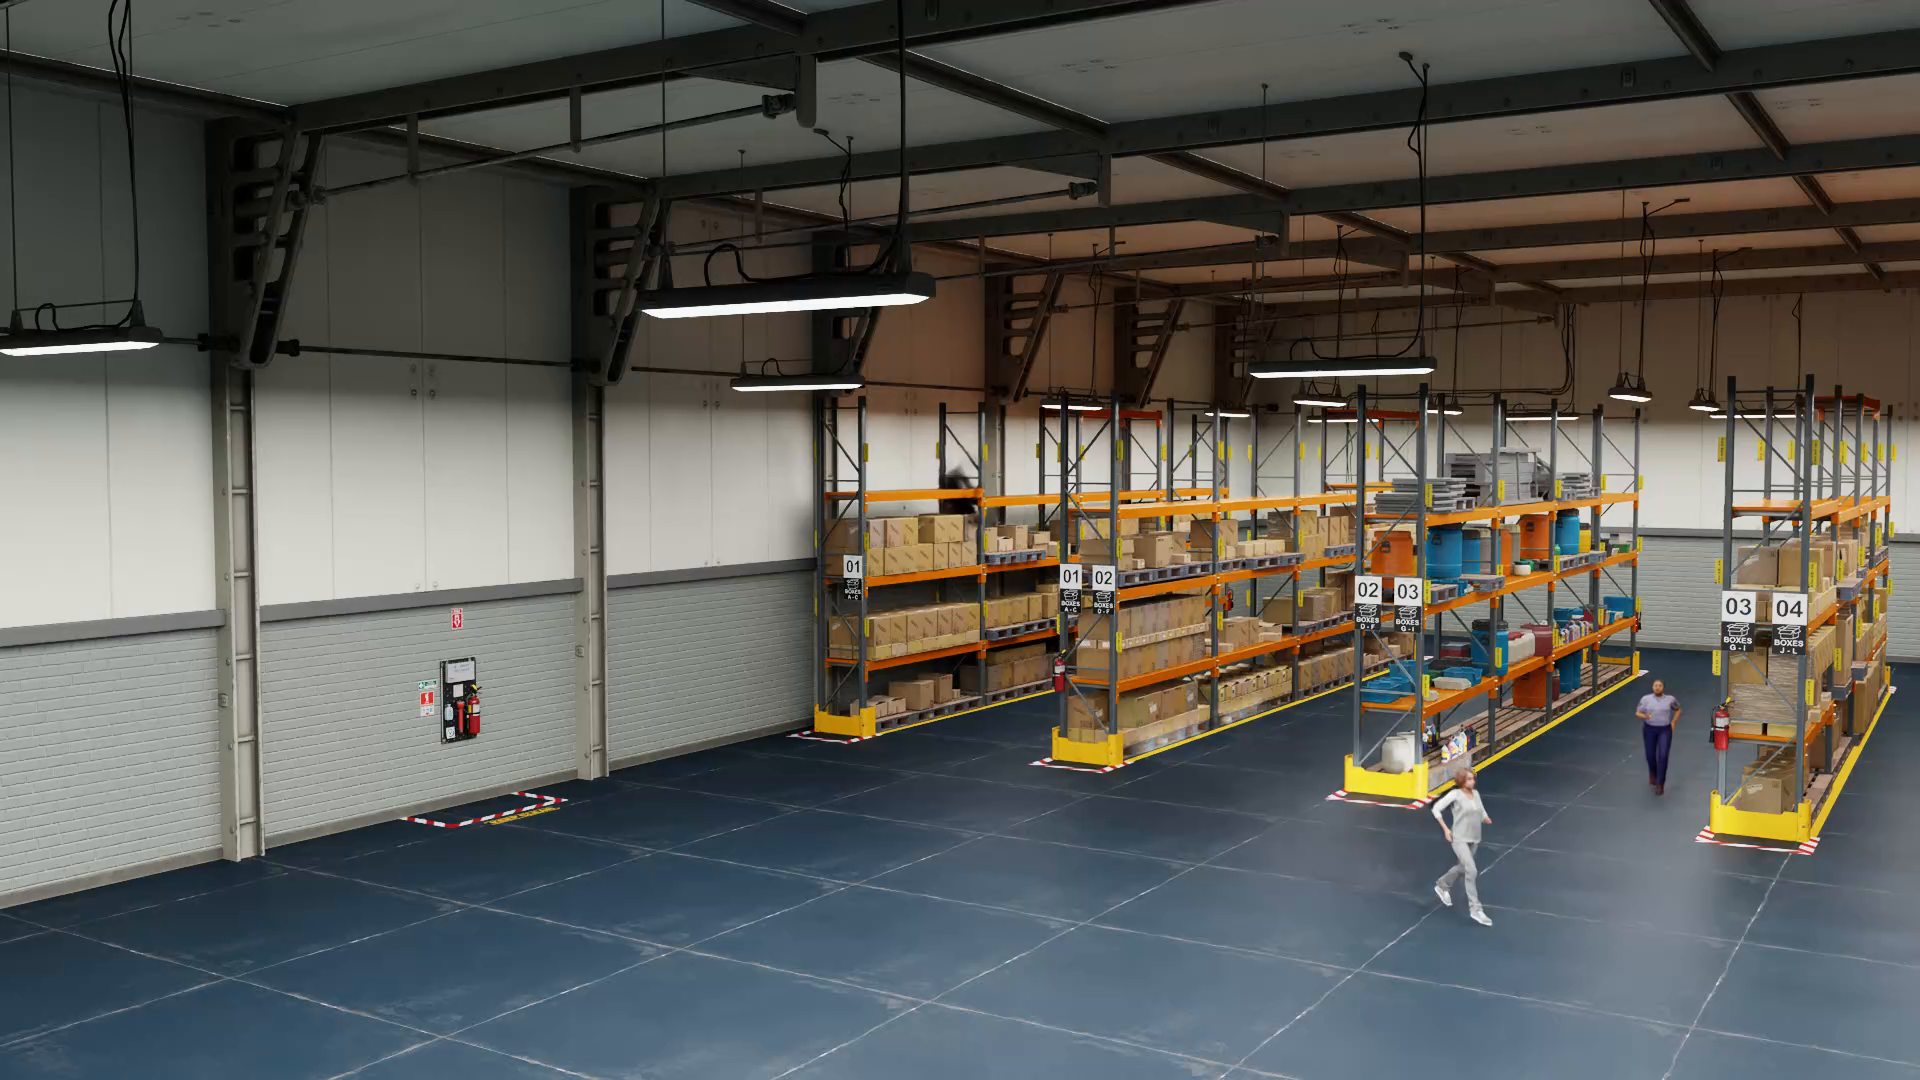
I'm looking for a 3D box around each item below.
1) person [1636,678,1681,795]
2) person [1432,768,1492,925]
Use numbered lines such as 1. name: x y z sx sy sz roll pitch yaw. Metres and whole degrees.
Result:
1. person: 10.297 2.865 24.547 0.608 1.647 0.880 2 3 27
2. person: 5.406 3.239 17.855 0.539 1.596 0.871 -2 3 -30
